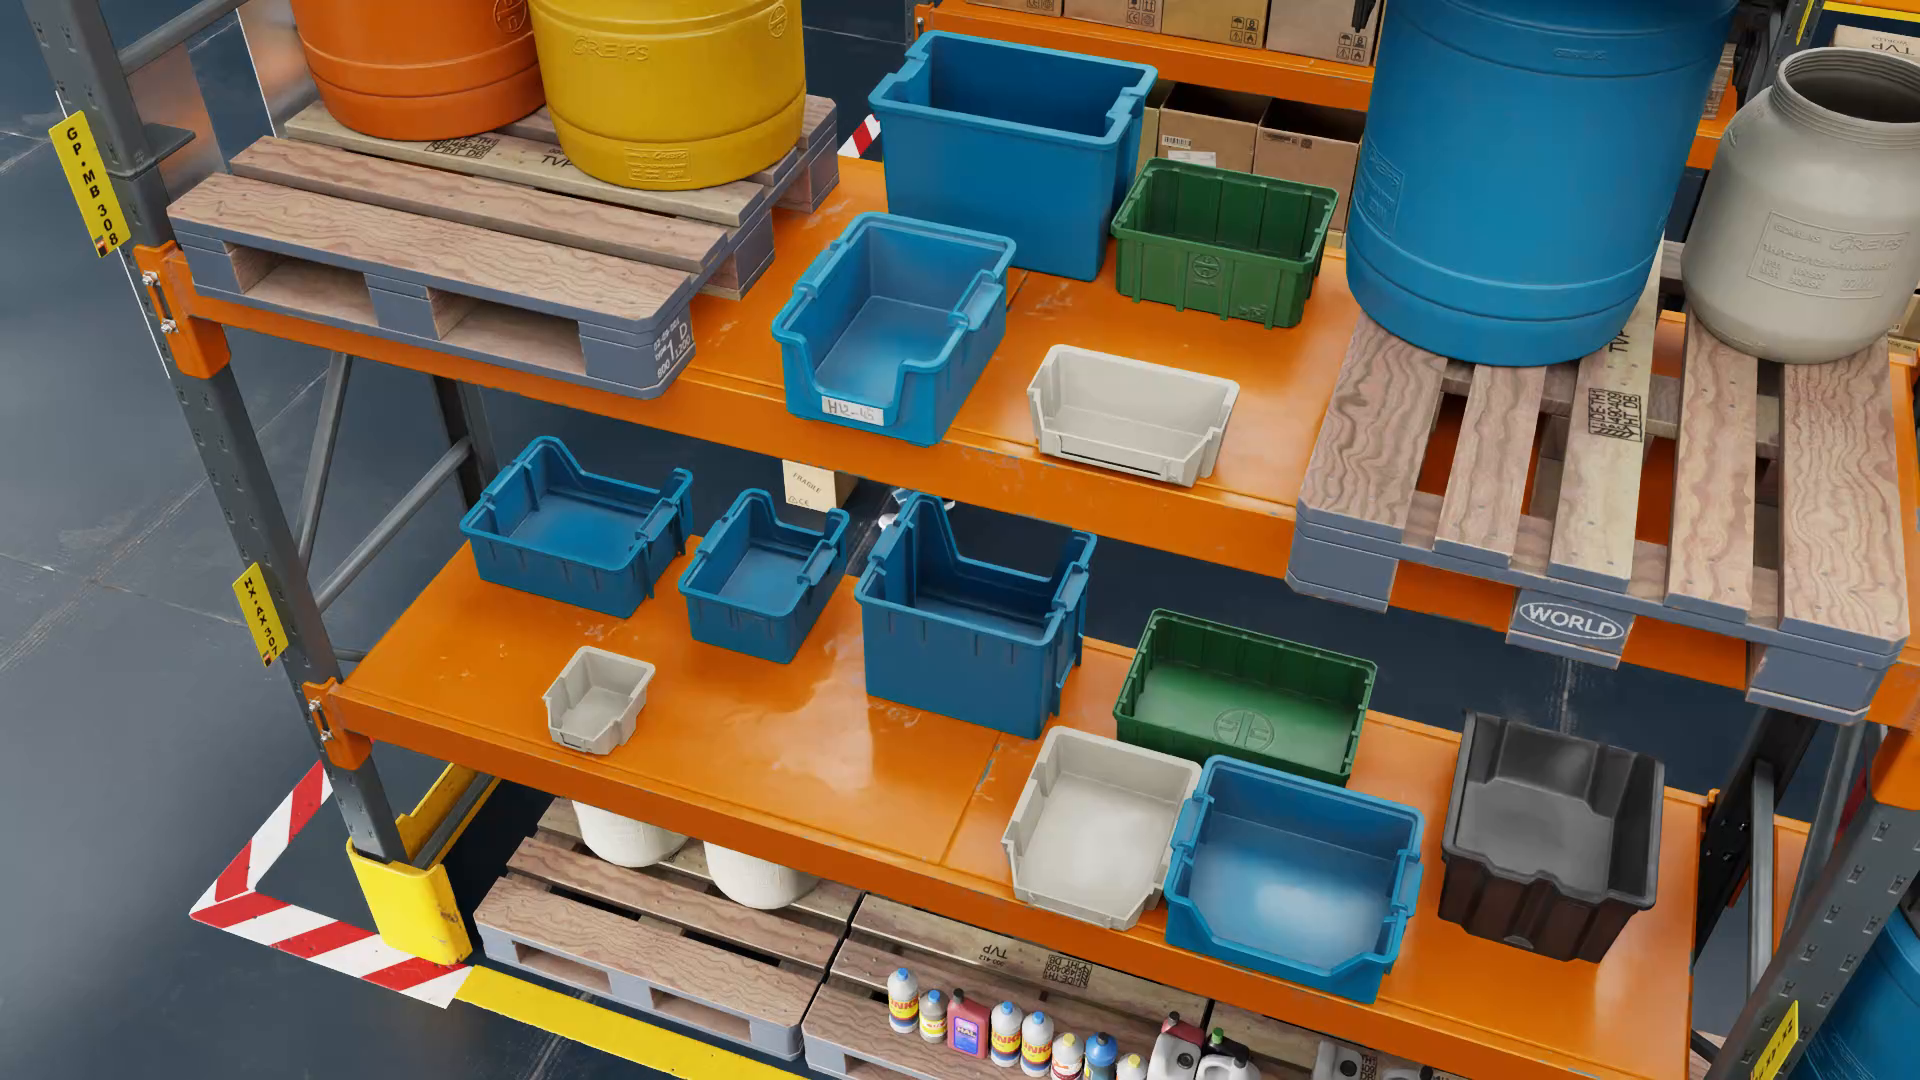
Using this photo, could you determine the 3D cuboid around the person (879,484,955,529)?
[{"bbox_3d":[-0.223,-0.619,6.990,0.560,1.423,0.456,14,44,15],"label":"person"}]
